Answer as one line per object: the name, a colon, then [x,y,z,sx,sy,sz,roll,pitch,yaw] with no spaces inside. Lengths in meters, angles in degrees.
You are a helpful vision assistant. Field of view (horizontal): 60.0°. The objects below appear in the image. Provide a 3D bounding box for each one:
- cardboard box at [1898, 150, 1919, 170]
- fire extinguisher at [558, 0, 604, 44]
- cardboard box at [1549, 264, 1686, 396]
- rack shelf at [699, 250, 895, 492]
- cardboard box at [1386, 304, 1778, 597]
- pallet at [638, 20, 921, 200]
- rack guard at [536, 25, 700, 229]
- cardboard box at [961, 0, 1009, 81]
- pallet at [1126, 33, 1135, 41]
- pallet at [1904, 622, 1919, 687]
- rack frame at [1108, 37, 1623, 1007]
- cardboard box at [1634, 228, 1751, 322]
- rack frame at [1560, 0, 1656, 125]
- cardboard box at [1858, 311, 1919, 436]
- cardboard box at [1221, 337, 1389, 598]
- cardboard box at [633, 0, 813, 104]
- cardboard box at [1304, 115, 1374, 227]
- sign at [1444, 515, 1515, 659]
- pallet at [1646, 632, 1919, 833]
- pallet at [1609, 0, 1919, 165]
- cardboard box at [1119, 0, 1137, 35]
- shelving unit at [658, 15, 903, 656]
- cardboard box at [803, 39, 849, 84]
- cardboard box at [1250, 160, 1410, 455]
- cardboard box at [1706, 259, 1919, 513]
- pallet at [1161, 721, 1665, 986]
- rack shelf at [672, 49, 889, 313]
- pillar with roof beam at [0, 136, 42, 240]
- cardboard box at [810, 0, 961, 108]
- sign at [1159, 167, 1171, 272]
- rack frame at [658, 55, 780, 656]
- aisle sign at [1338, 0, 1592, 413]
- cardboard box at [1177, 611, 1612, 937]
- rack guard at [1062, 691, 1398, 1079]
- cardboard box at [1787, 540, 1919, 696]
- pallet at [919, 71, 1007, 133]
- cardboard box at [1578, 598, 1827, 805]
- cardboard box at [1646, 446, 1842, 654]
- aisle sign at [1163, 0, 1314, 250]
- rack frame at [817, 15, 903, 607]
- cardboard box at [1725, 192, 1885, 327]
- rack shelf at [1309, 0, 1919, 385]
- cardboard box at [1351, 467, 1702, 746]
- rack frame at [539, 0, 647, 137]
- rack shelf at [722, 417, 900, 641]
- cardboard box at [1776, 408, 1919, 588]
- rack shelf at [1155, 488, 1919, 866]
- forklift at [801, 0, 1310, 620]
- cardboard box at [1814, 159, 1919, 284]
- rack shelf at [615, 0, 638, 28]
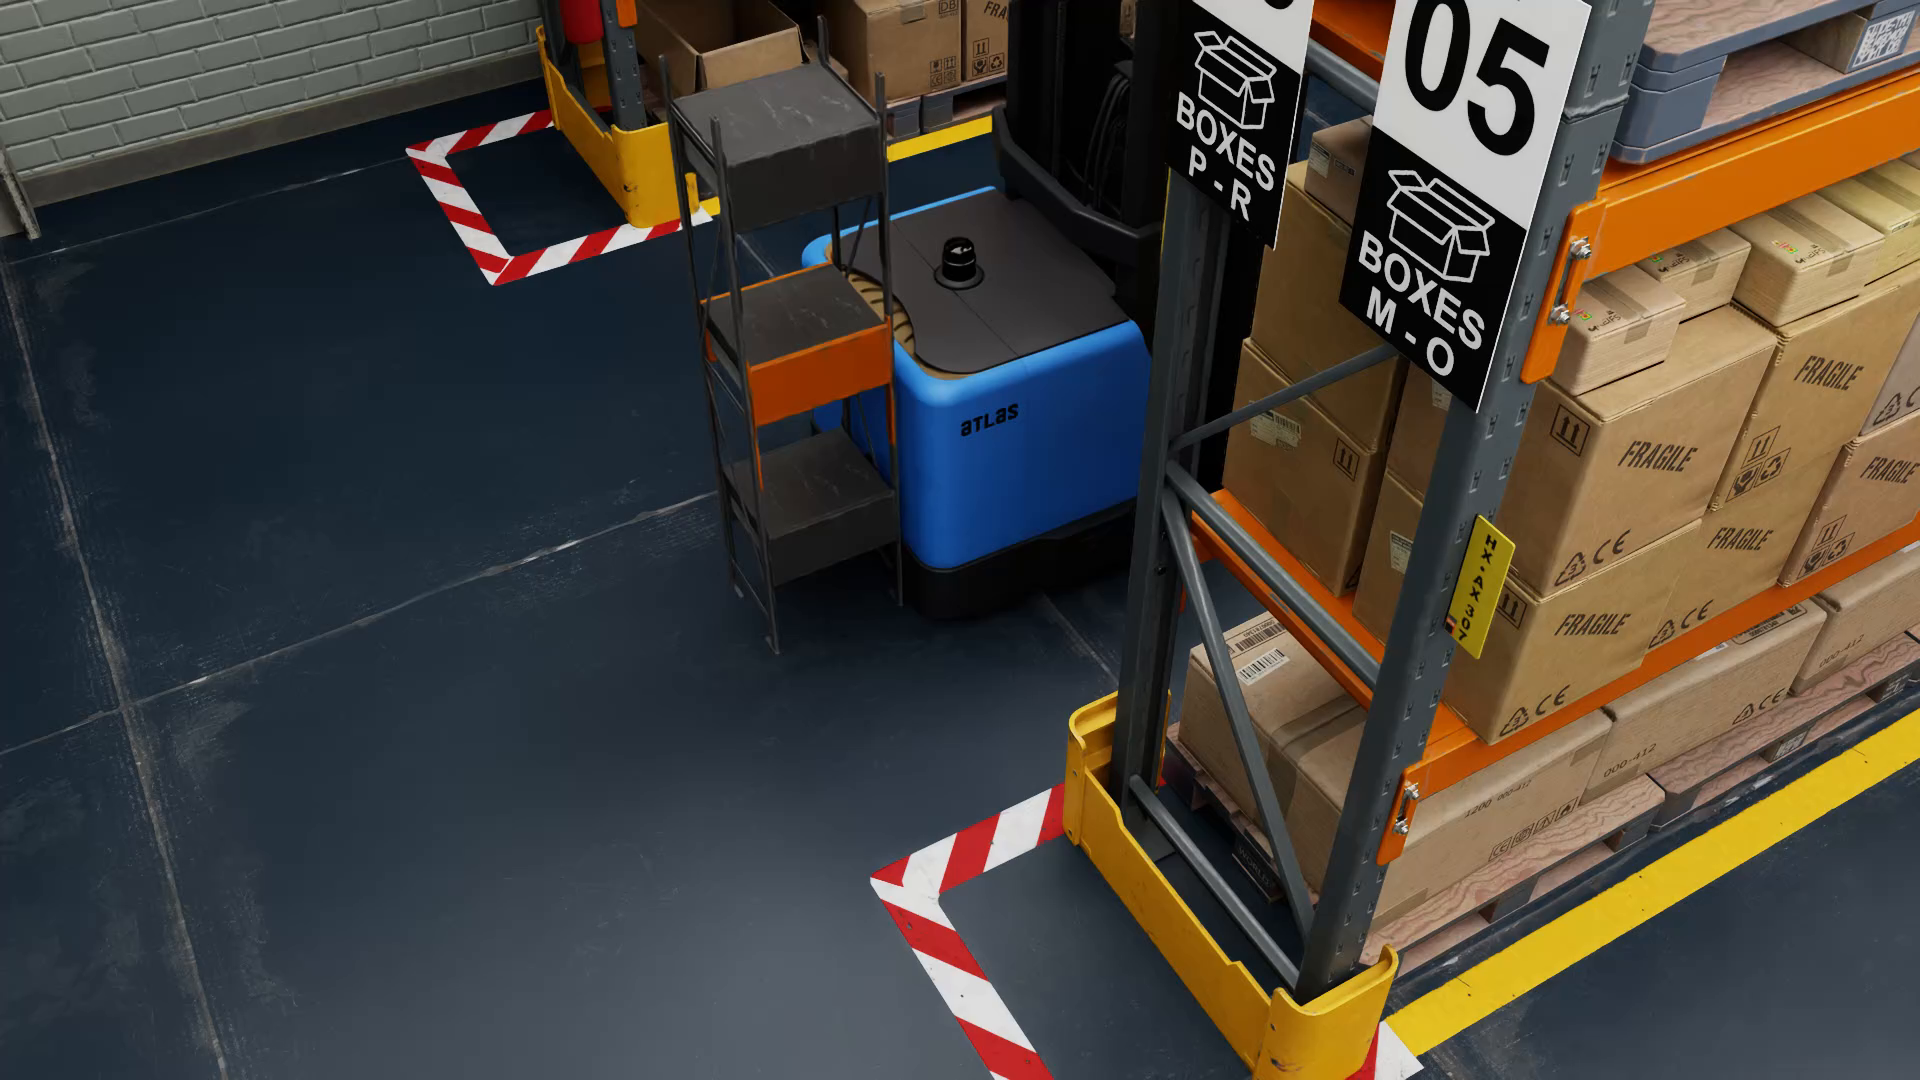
cardboard box: [2.103,-0.864,3.731,0.250,0.149,0.380,-21,48,-21]
fire extinguisher: [-1.611,-2.405,6.897,0.183,0.674,0.296,-22,48,-21]
cardboard box: [1.208,-0.484,3.339,0.250,0.149,0.380,-21,48,-20]
rack shelf: [-0.522,-0.543,5.322,0.480,0.518,0.431,-21,48,-20]
cardboard box: [1.321,-0.290,3.605,0.500,0.500,0.500,-23,49,-22]
pallet: [-0.957,-2.199,8.365,1.213,0.211,1.003,-22,48,-21]
rack guard: [-1.647,-2.026,7.978,0.348,0.500,1.175,-22,48,-21]
cardboard box: [0.133,-2.701,8.373,0.500,0.500,0.500,-21,48,-20]
pallet: [1.159,-3.046,9.237,1.213,0.211,1.003,-22,48,-21]
pallet: [3.533,-0.071,6.172,1.213,0.211,1.003,-22,48,-21]
rack frame: [0.763,0.100,3.994,0.127,3.000,1.000,-22,48,-21]
cardboard box: [1.400,-0.618,3.477,0.250,0.149,0.380,-21,48,-20]
rack frame: [0.763,-2.053,1.904,0.127,3.000,1.000,-22,48,-21]
cardboard box: [2.208,-0.656,3.983,0.500,0.500,0.500,-22,48,-21]
cardboard box: [1.049,-0.263,4.296,0.500,0.500,0.500,-22,48,-21]
cardboard box: [-1.136,-2.306,7.964,0.637,0.503,0.797,-24,49,-22]
cardboard box: [0.974,-0.773,3.638,0.250,0.149,0.380,-21,48,-20]
sign: [1.034,0.098,3.317,0.005,0.325,0.100,-22,48,-21]
pallet: [2.474,0.355,5.733,1.213,0.211,1.003,-22,48,-21]
pallet: [1.401,-1.209,3.251,1.213,0.211,1.003,-22,48,-21]
cardboard box: [0.525,-2.938,8.617,0.500,0.500,0.700,-24,49,-22]
shelving unit: [-0.522,-0.553,5.312,0.503,2.100,0.431,-21,48,-20]
cardboard box: [-0.748,-2.303,8.215,0.250,0.149,0.380,-24,49,-22]
cardboard box: [1.062,-0.606,3.931,0.500,0.500,0.500,-20,48,-20]
cardboard box: [1.765,-0.473,3.794,0.500,0.500,0.500,-23,49,-22]
pallet: [1.417,0.776,5.299,1.213,0.211,1.003,-22,48,-21]
rack shelf: [-0.522,-1.046,4.834,0.480,0.518,0.431,-21,48,-20]
pillar with roof beam: [-2.356,-2.059,1.910,0.400,9.000,9.100,-22,48,-21]
cardboard box: [-0.375,-2.578,8.246,0.500,0.500,0.700,-20,48,-19]
sign: [0.504,-0.733,3.850,0.005,0.325,0.100,-22,48,-21]
rack frame: [-0.735,-0.471,5.228,0.015,2.100,0.400,-21,48,-20]
aisle sign: [0.845,-0.633,2.882,0.004,0.787,0.394,-22,48,-21]
cardboard box: [1.285,0.579,5.038,0.875,0.438,0.875,-23,49,-22]
rack guard: [0.742,1.005,4.856,0.348,0.500,1.175,-22,48,-21]
cardboard box: [2.857,-0.055,5.692,0.875,0.438,0.875,-23,49,-22]
pallet: [0.100,-2.620,8.798,1.213,0.211,1.003,-22,48,-21]
cardboard box: [2.074,0.256,5.370,0.875,0.438,0.875,-21,48,-20]
cardboard box: [1.747,-0.122,4.150,0.500,0.500,0.500,-22,48,-21]
aisle sign: [0.546,-0.996,3.255,0.004,0.787,0.394,-22,48,-21]
rack frame: [-0.308,-0.635,5.397,0.015,2.100,0.400,-21,48,-20]
cardboard box: [1.683,-0.639,3.499,0.250,0.149,0.380,-20,48,-20]
rack shelf: [2.497,-1.413,3.914,4.000,0.370,1.077,-22,48,-21]
cardboard box: [1.322,0.071,3.952,0.500,0.500,0.500,-22,48,-21]
rack frame: [-1.713,-2.896,7.081,0.127,3.000,1.000,-22,48,-21]
rack shelf: [-0.522,-0.041,5.809,0.480,0.518,0.431,-21,48,-20]
cardboard box: [2.197,-0.287,4.321,0.500,0.500,0.500,-22,48,-21]
rack shelf: [2.497,-0.336,4.959,4.000,0.370,1.077,-22,48,-21]
forklift: [0.974,-1.521,5.713,3.031,2.935,1.130,-21,48,-20]
cardboard box: [1.902,-0.741,3.604,0.250,0.149,0.380,-23,49,-22]
rack shelf: [0.021,-3.332,8.046,4.000,0.370,1.077,-22,48,-21]
